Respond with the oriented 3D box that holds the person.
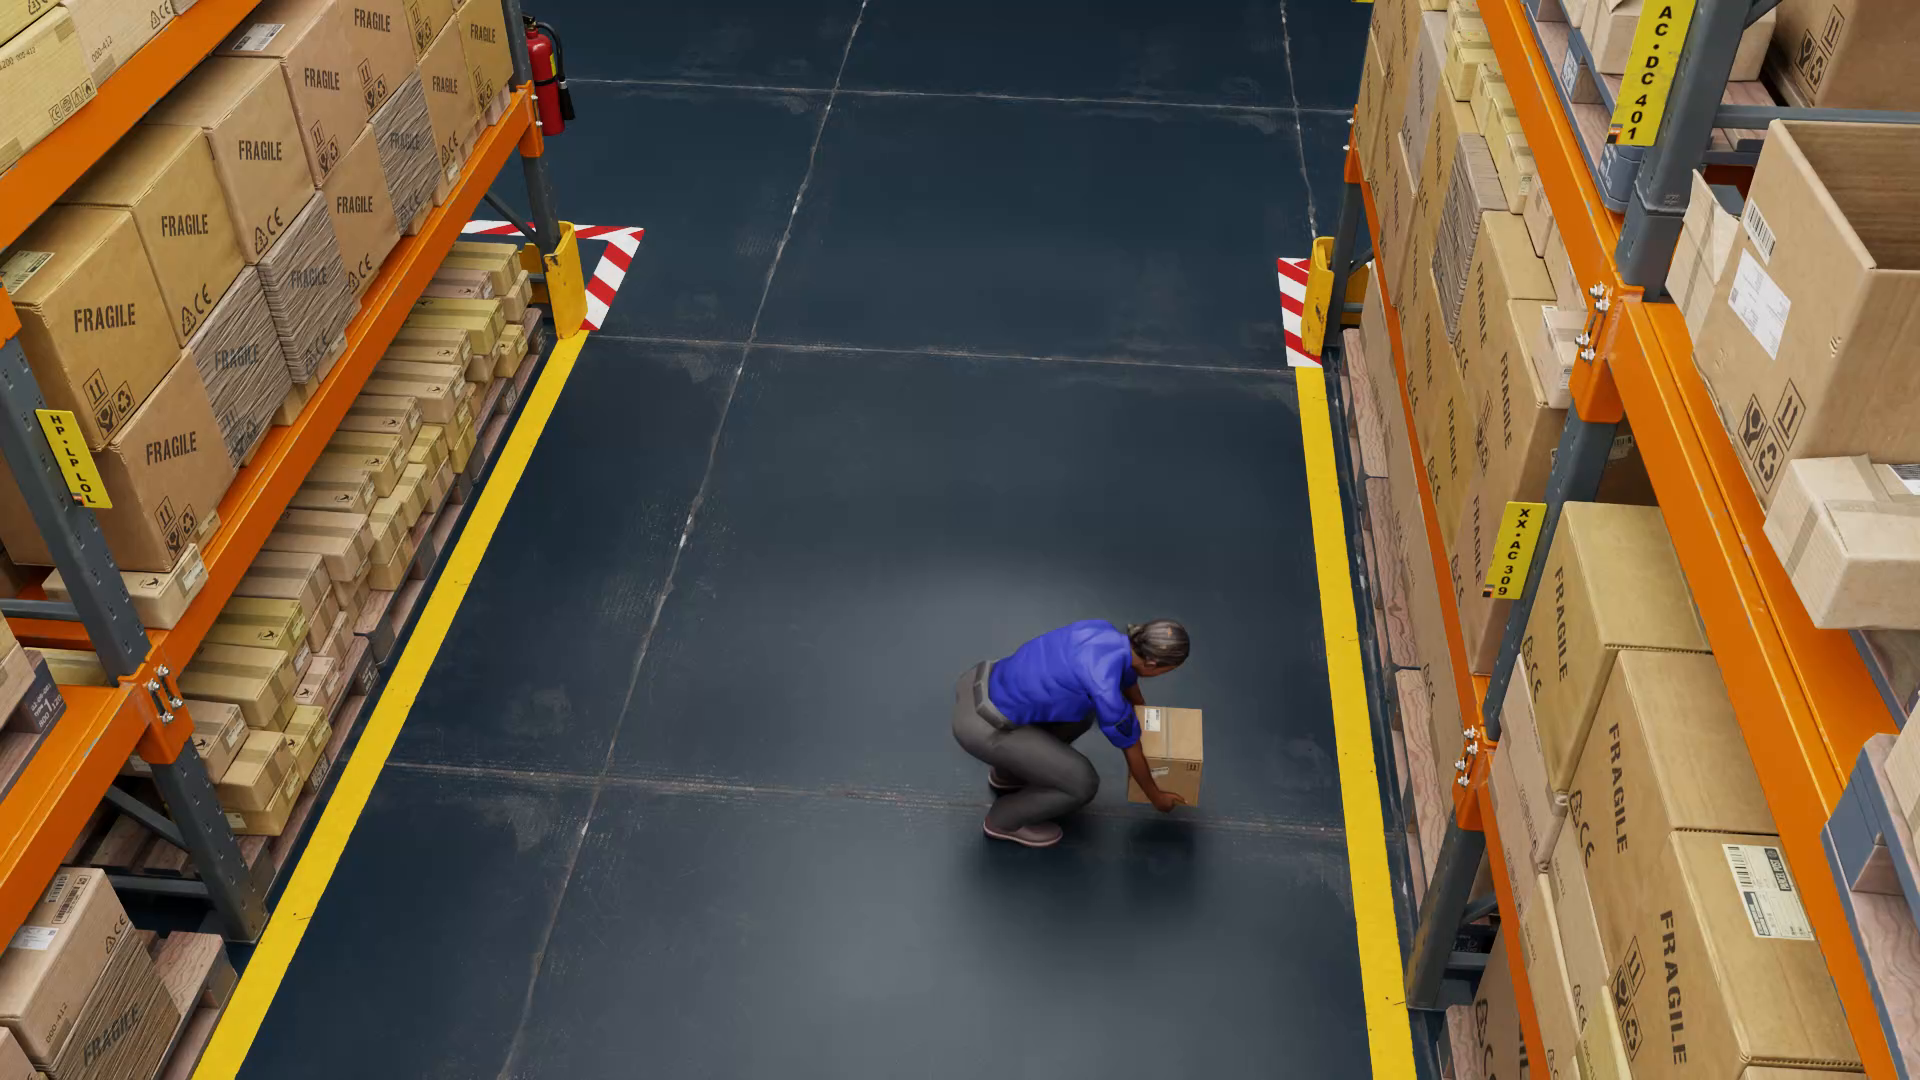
[{"bbox_3d":[0.402,0.660,5.948,0.863,0.936,0.465,2,40,3],"label":"person"}]
